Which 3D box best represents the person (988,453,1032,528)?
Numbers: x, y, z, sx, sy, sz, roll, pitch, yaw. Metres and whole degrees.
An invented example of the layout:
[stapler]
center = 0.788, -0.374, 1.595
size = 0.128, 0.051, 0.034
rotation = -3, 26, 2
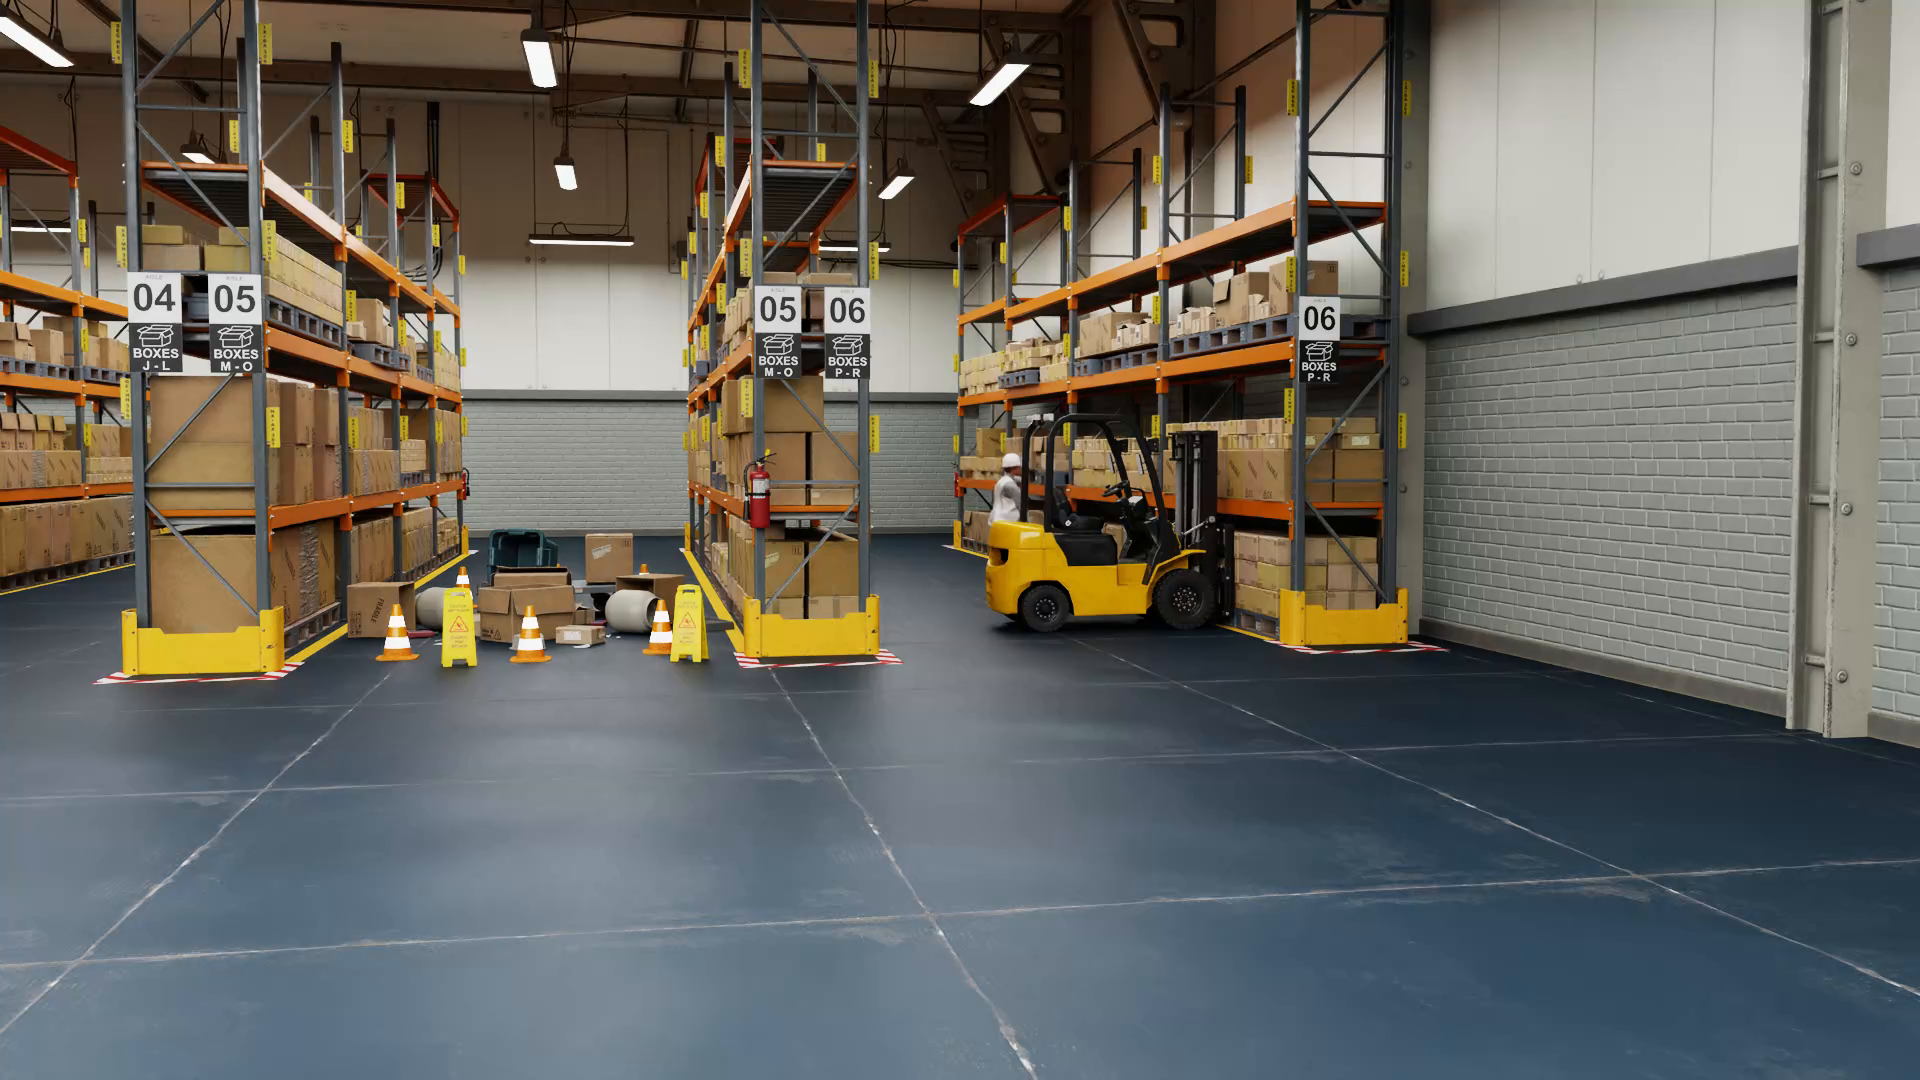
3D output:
[person]
center = 0.621, -0.139, 19.610
size = 0.567, 1.768, 0.491
rotation = -1, 3, -12
